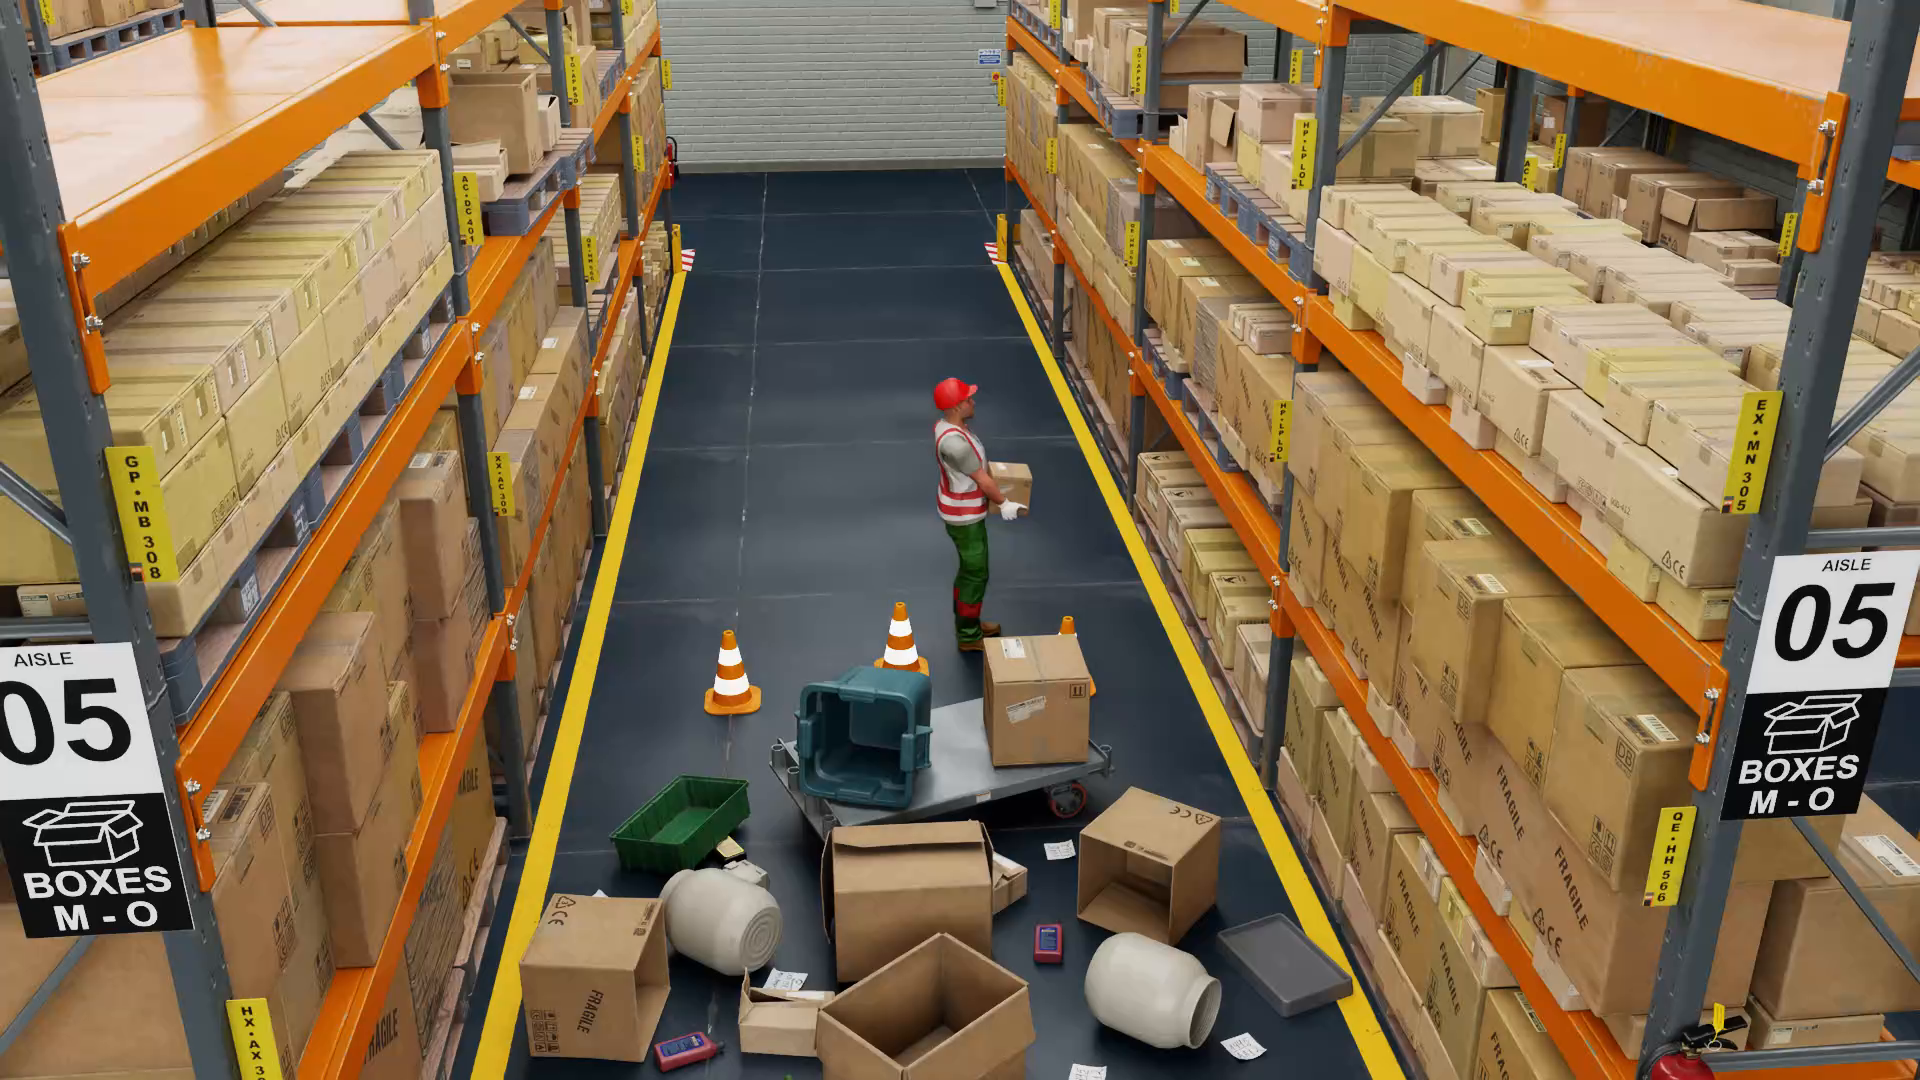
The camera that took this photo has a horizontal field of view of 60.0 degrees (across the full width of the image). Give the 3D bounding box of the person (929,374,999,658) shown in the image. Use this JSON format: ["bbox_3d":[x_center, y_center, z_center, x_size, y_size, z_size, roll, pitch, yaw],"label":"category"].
[{"bbox_3d":[0.091,-0.167,10.430,0.561,1.790,0.638,-2,24,-5],"label":"person"}]
